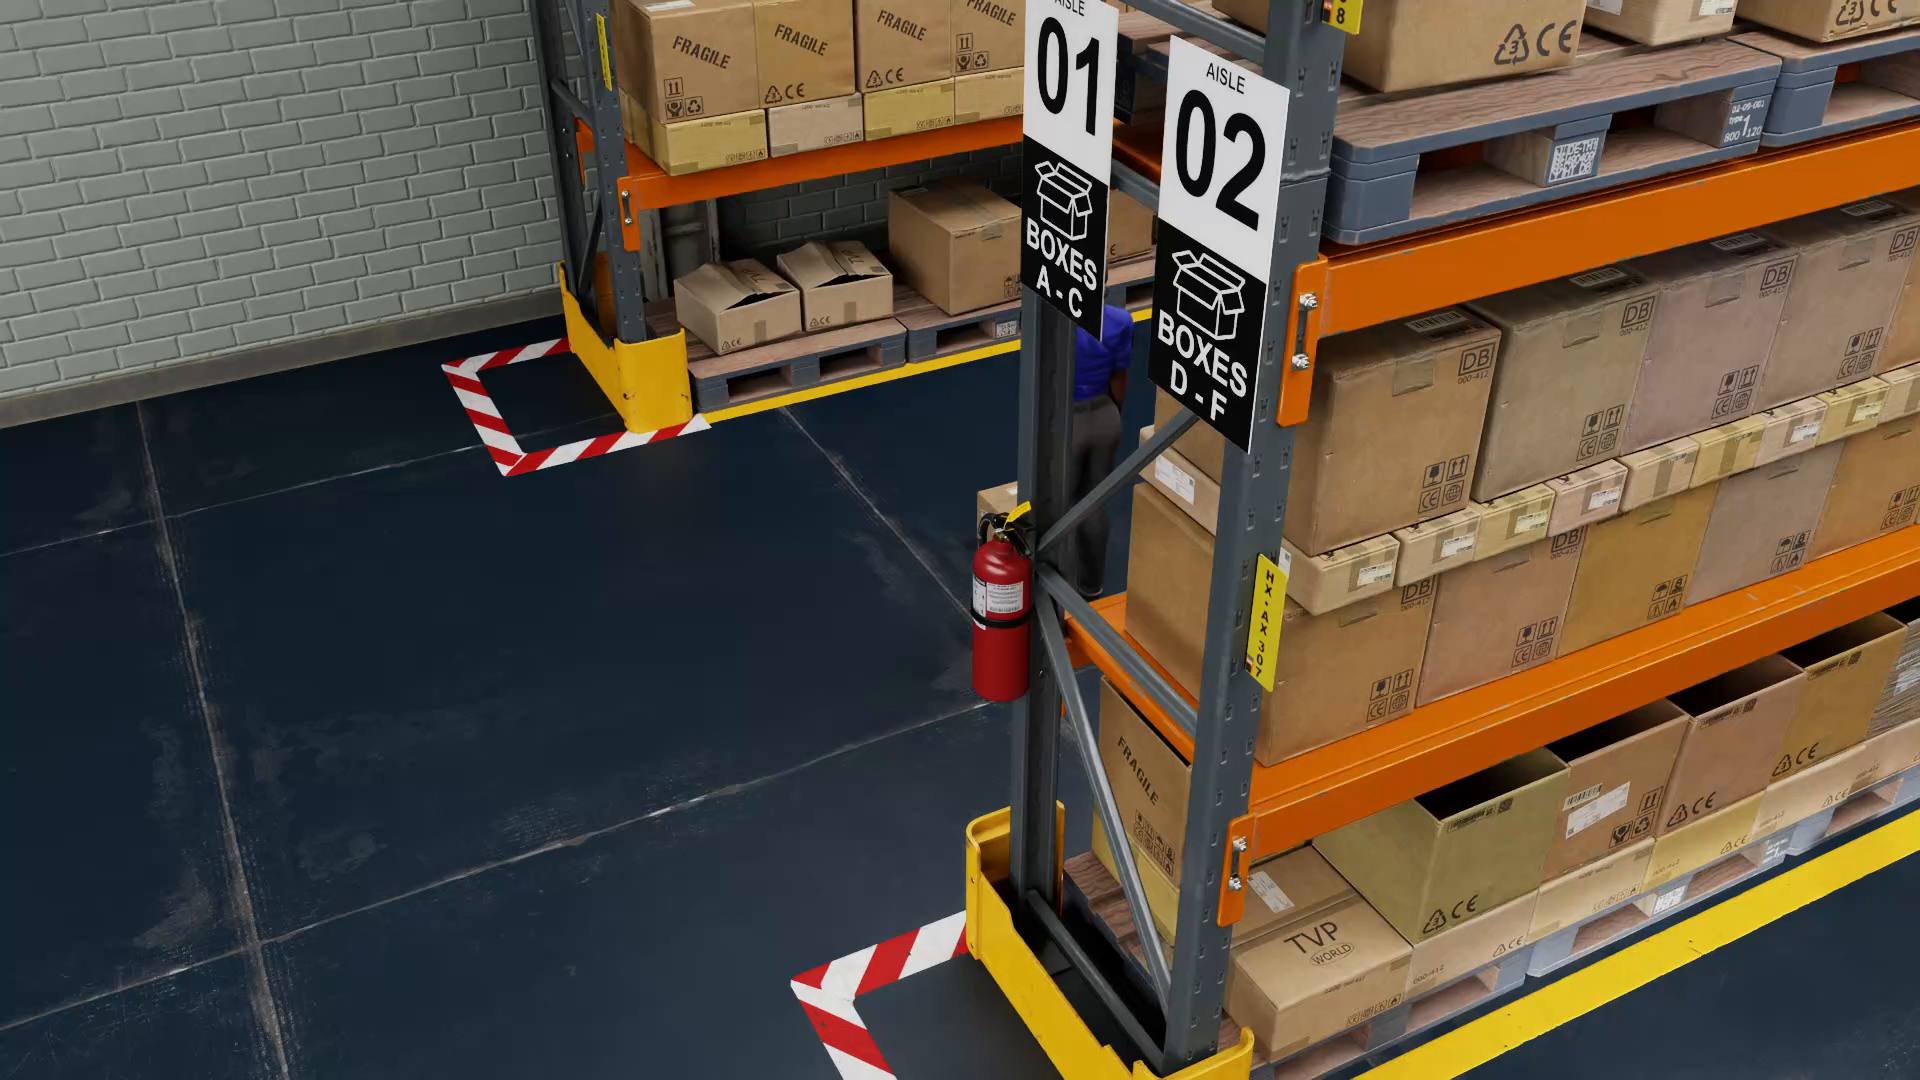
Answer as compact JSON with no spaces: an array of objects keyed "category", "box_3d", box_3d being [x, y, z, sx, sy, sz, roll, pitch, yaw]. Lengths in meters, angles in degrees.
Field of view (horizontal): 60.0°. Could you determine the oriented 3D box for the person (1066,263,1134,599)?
[{"category":"person","box_3d":[0.470,-0.423,6.816,0.444,1.691,0.456,-15,36,-22]}]
